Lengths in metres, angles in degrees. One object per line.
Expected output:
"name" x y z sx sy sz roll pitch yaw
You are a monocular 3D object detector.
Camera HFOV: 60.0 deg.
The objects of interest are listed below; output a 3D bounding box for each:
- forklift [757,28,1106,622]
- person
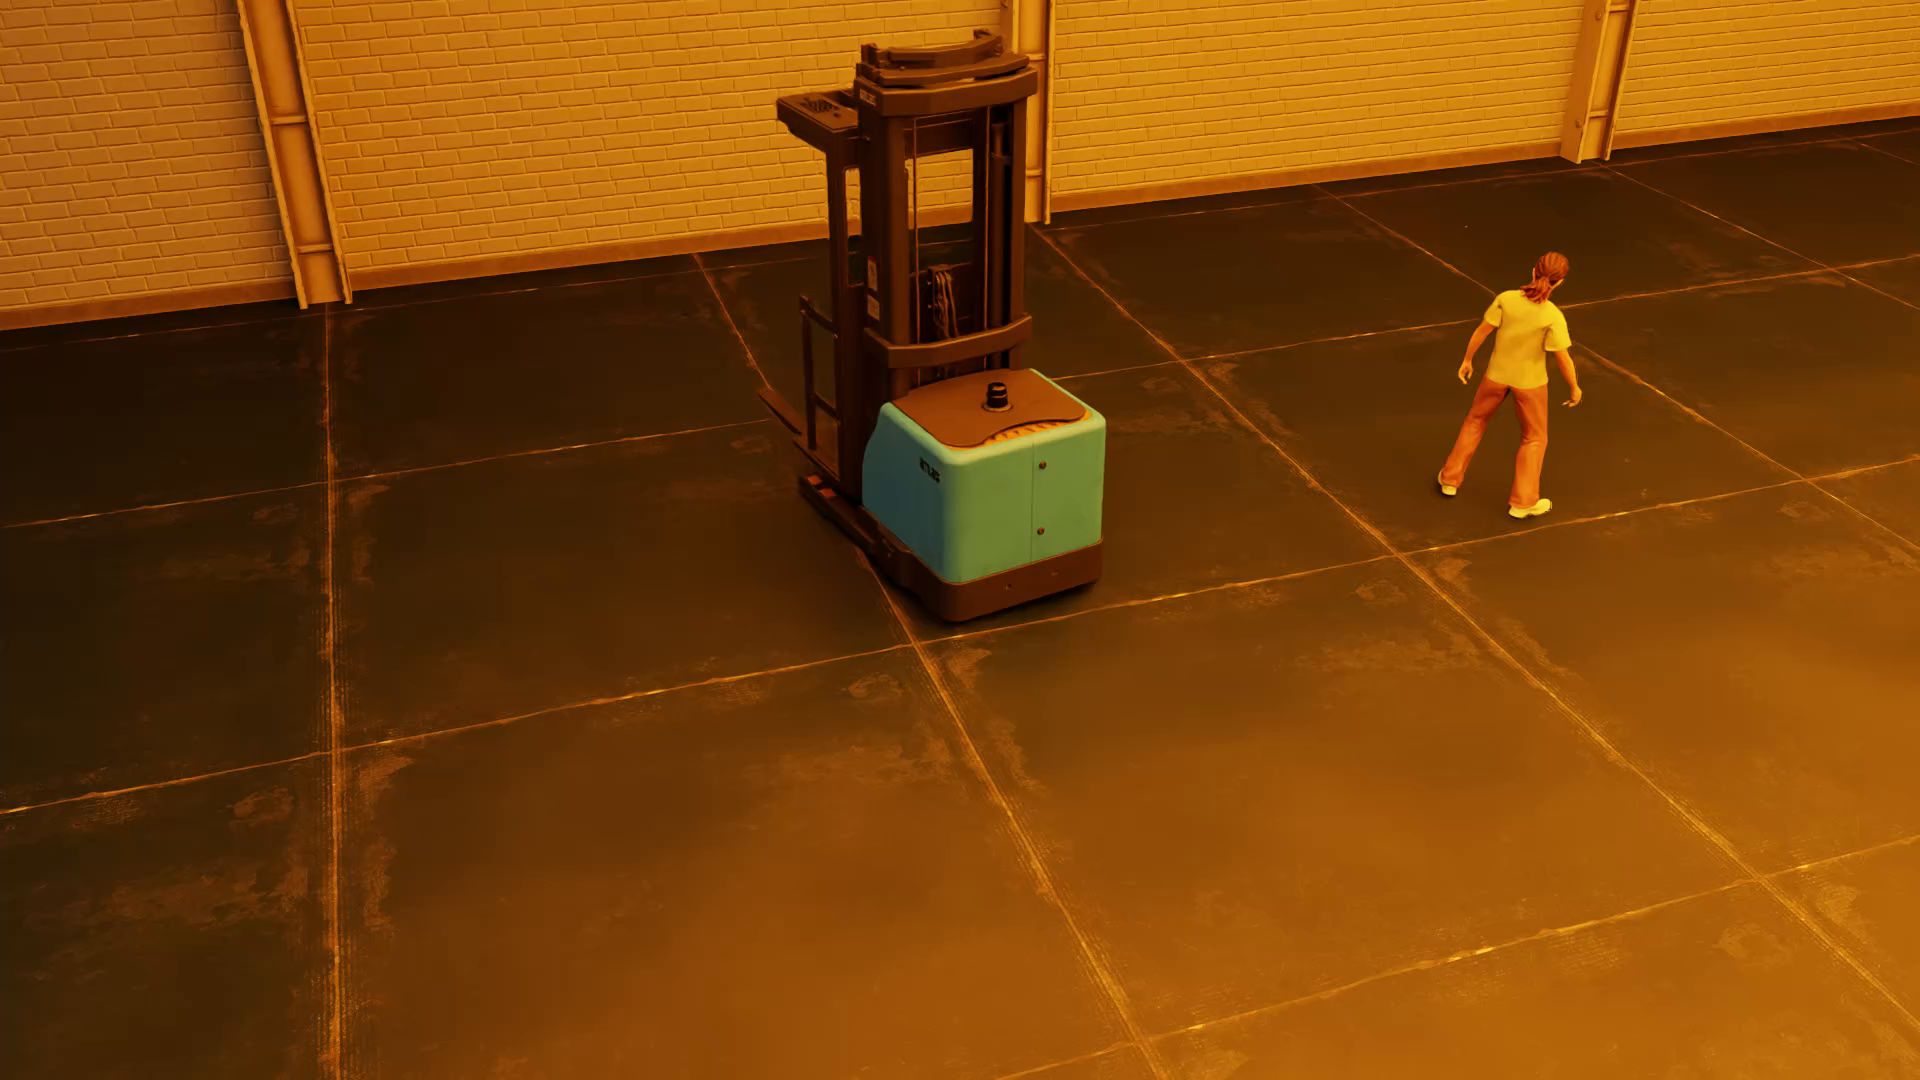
"forklift" -0.351 -1.527 9.740 1.130 2.935 3.031 -16 33 -25
"person" 3.335 -0.959 10.039 0.787 1.655 0.340 20 36 31
